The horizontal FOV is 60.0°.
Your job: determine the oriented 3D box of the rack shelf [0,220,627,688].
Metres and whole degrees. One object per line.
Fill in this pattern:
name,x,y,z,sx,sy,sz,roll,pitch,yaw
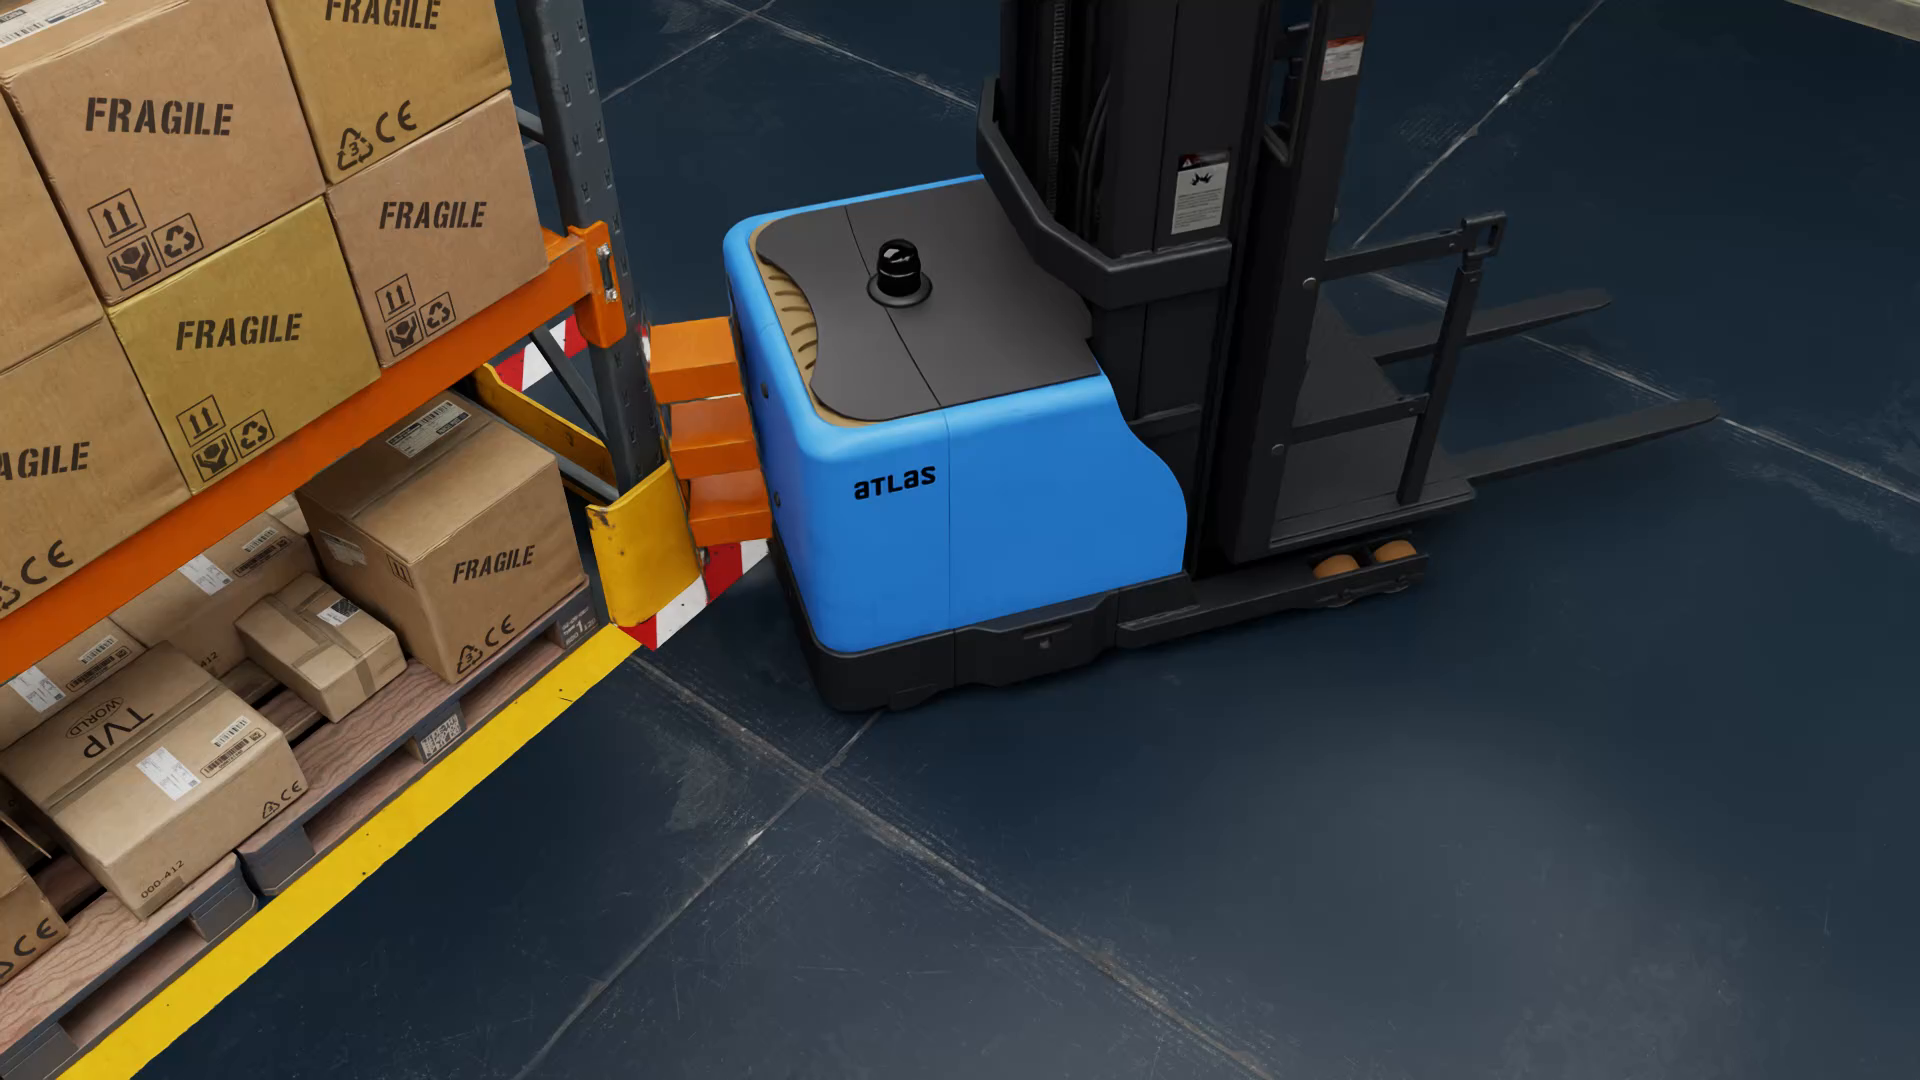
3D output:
rack shelf,-2.519,0.239,3.445,1.077,0.370,4.000,29,53,25

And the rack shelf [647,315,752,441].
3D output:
rack shelf,-0.714,-0.453,4.570,0.240,0.259,0.215,-8,46,-2

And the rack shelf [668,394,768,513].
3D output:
rack shelf,-0.693,-0.256,4.773,0.240,0.259,0.215,-8,46,-2

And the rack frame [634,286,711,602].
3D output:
rack frame,-0.814,-0.246,4.761,0.008,1.050,0.200,-8,46,-2

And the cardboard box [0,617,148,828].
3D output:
cardboard box,-2.465,0.401,4.389,0.500,0.250,0.500,29,53,25

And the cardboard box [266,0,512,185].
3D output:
cardboard box,-1.351,-1.158,3.521,0.500,0.500,0.500,29,53,25

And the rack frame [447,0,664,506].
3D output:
rack frame,-1.296,-1.154,4.278,1.000,3.000,0.127,29,53,25

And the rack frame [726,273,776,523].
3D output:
rack frame,-0.573,-0.280,4.769,0.008,1.050,0.200,-8,46,-2

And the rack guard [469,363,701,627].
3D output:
rack guard,-1.343,-0.247,5.141,1.175,0.500,0.348,29,53,25

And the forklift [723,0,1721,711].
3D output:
forklift,0.903,-1.159,4.330,3.031,2.935,1.130,-13,48,-12

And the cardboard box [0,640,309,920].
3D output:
cardboard box,-2.038,0.594,4.206,0.500,0.250,0.500,29,53,25

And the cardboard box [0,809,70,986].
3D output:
cardboard box,-2.597,0.768,3.865,0.797,0.503,0.637,29,53,25

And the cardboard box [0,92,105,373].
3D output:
cardboard box,-1.972,-0.570,2.959,0.500,0.500,0.500,31,54,26

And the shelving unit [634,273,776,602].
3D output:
shelving unit,-0.694,-0.263,4.765,0.252,1.050,0.215,-8,46,-2

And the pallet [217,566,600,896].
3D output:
pallet,-1.830,0.309,4.809,1.003,0.211,1.213,29,53,25

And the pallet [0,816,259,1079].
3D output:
pallet,-2.576,1.004,4.145,1.003,0.211,1.213,29,53,25

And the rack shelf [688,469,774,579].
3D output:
rack shelf,-0.672,-0.063,4.972,0.240,0.259,0.215,-8,46,-2

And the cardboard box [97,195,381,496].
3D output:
cardboard box,-1.669,-0.514,3.597,0.500,0.500,0.500,30,53,25

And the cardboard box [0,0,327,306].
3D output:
cardboard box,-1.659,-0.869,3.245,0.500,0.500,0.500,31,54,26

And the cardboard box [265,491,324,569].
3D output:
cardboard box,-1.977,-0.097,4.923,0.380,0.166,0.250,29,53,25

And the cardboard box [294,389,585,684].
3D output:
cardboard box,-1.434,-0.023,4.622,0.500,0.500,0.500,29,53,25

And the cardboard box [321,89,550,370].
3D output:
cardboard box,-1.355,-0.812,3.882,0.500,0.500,0.500,31,54,26

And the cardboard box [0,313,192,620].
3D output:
cardboard box,-1.979,-0.231,3.327,0.500,0.500,0.500,30,53,25

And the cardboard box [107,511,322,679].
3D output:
cardboard box,-2.159,0.115,4.663,0.500,0.250,0.500,29,53,25

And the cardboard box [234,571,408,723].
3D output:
cardboard box,-1.753,0.284,4.559,0.380,0.166,0.250,29,53,25
